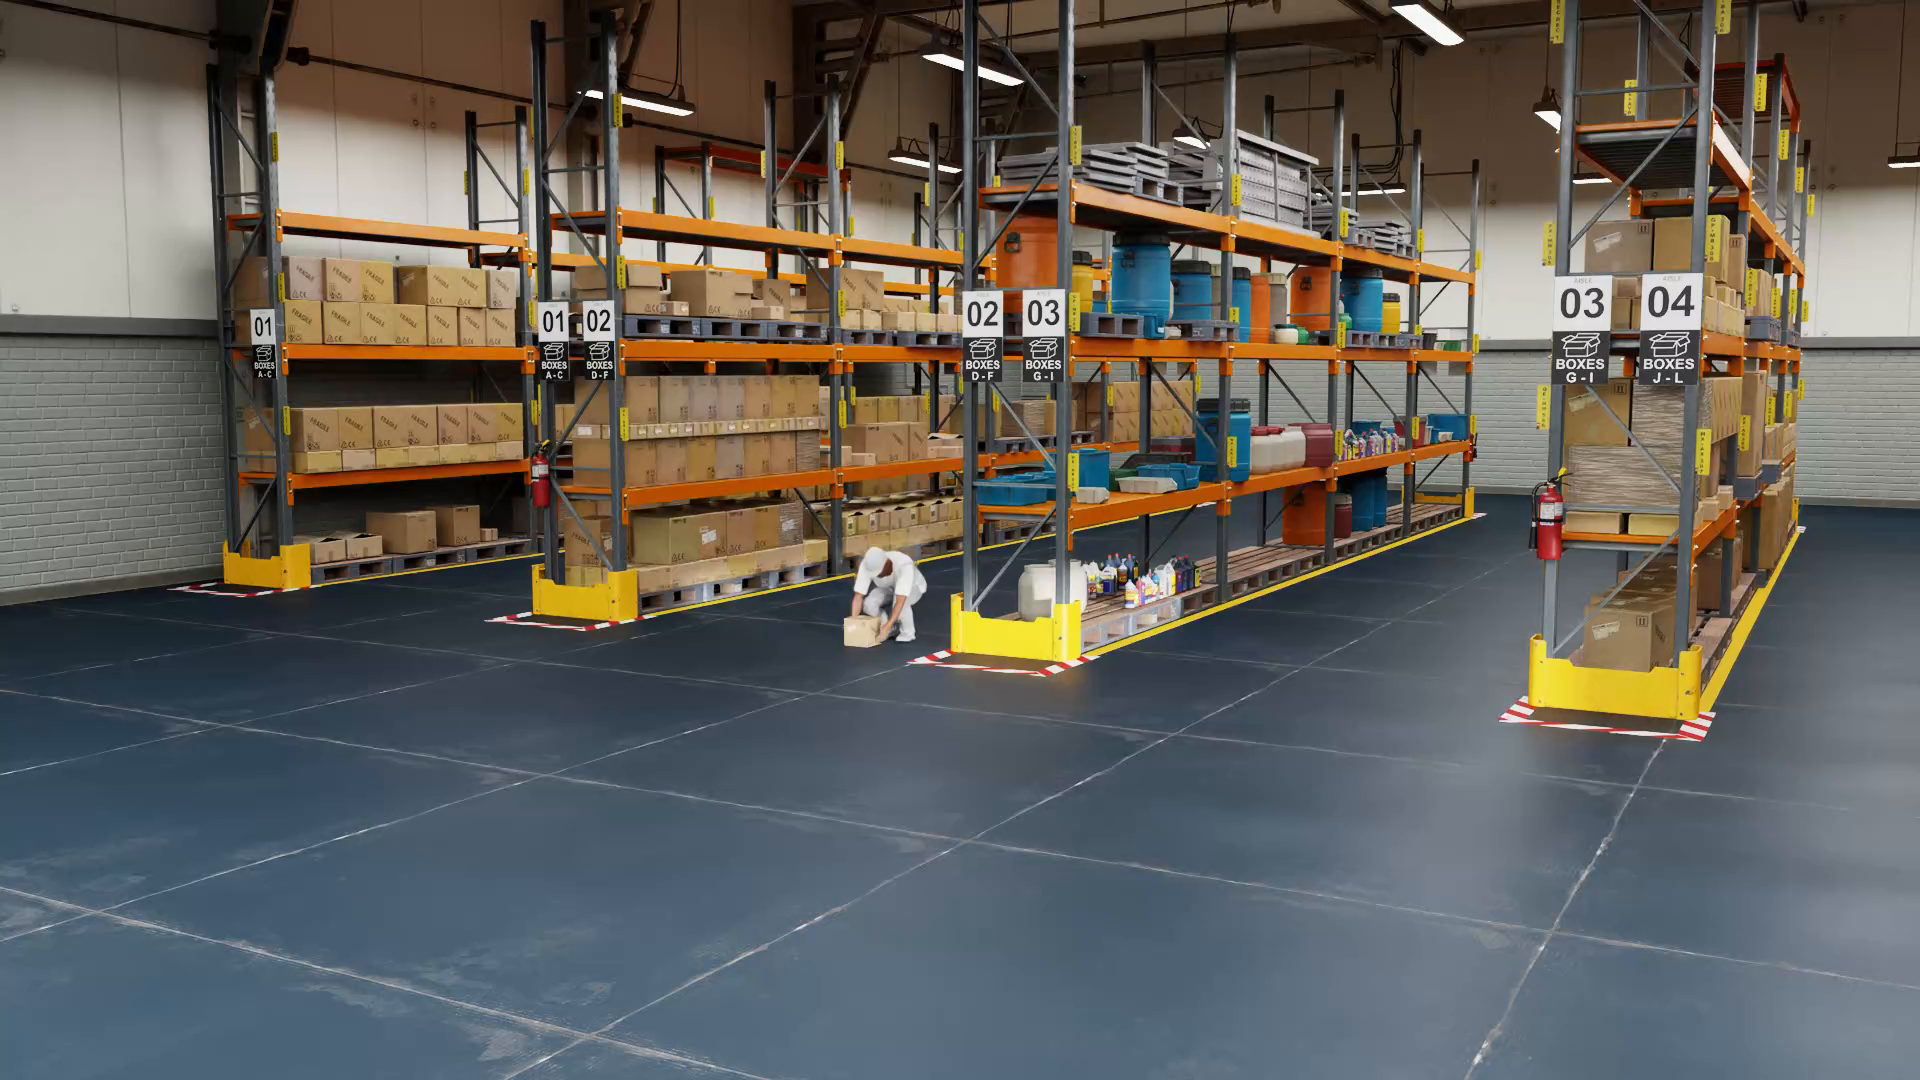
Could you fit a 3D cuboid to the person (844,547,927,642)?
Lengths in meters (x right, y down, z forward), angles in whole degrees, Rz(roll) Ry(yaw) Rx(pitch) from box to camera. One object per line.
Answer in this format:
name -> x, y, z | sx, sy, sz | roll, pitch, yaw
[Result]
person -> -0.640, 0.488, 15.429 | 0.587, 0.924, 0.900 | 3, 7, 29
